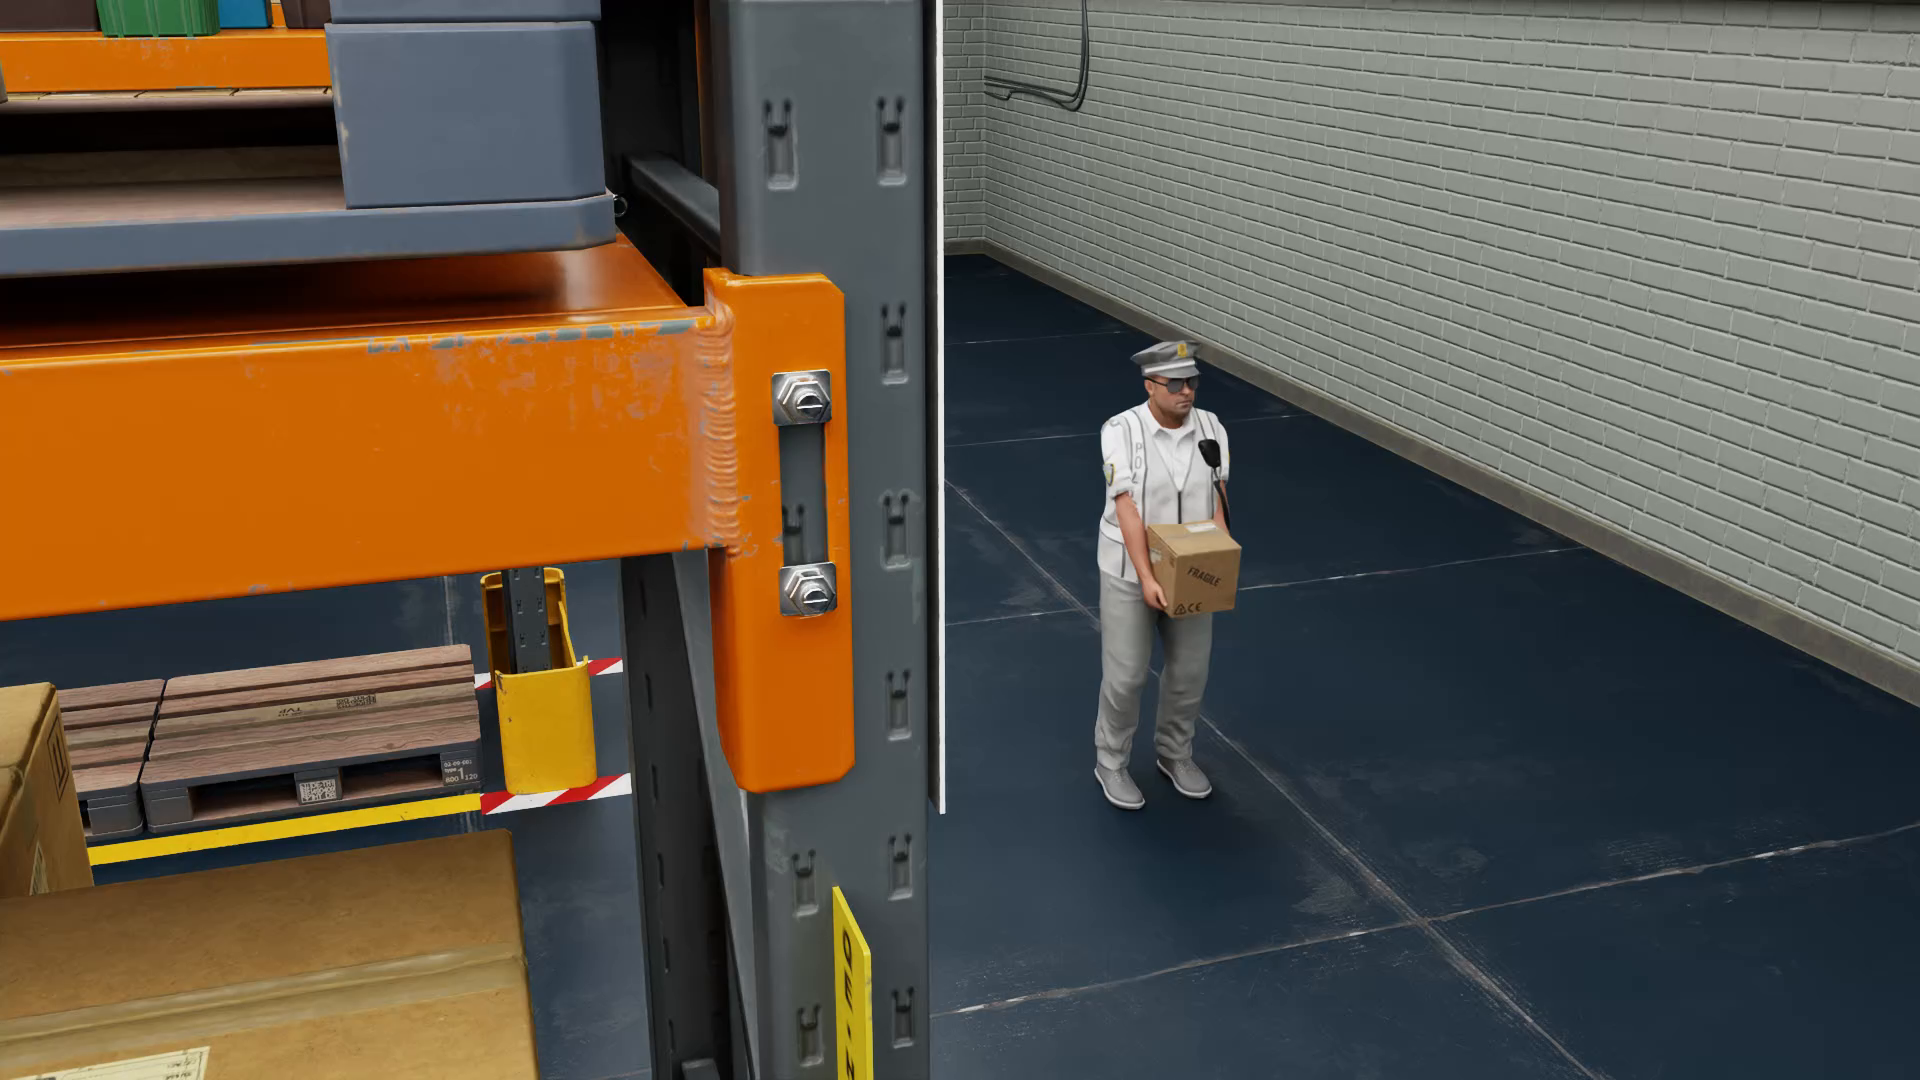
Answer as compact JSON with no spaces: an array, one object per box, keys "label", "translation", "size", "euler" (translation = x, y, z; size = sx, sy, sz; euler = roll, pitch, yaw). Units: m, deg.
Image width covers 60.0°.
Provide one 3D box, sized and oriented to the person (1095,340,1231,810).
[{"label":"person","translation":[0.775,0.138,6.138],"size":[0.490,1.772,0.564],"euler":[-6,20,-18]}]
